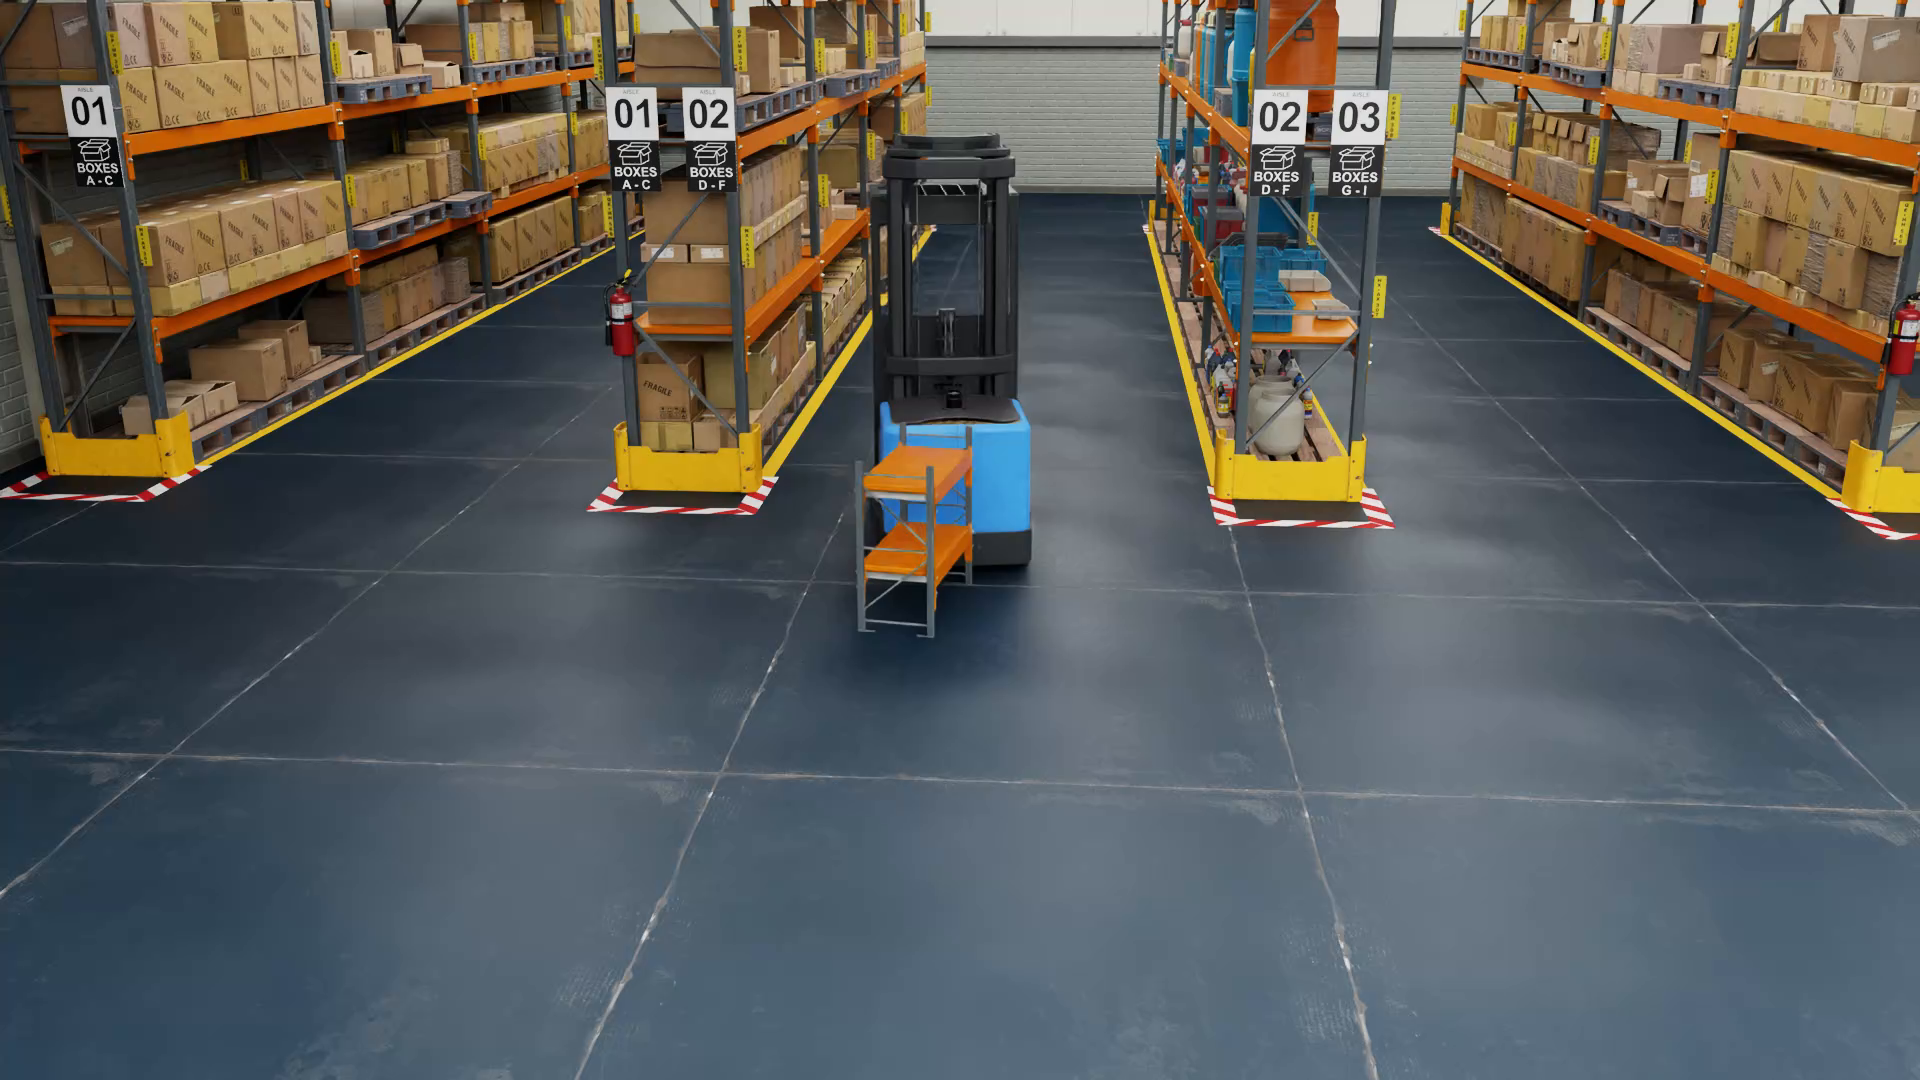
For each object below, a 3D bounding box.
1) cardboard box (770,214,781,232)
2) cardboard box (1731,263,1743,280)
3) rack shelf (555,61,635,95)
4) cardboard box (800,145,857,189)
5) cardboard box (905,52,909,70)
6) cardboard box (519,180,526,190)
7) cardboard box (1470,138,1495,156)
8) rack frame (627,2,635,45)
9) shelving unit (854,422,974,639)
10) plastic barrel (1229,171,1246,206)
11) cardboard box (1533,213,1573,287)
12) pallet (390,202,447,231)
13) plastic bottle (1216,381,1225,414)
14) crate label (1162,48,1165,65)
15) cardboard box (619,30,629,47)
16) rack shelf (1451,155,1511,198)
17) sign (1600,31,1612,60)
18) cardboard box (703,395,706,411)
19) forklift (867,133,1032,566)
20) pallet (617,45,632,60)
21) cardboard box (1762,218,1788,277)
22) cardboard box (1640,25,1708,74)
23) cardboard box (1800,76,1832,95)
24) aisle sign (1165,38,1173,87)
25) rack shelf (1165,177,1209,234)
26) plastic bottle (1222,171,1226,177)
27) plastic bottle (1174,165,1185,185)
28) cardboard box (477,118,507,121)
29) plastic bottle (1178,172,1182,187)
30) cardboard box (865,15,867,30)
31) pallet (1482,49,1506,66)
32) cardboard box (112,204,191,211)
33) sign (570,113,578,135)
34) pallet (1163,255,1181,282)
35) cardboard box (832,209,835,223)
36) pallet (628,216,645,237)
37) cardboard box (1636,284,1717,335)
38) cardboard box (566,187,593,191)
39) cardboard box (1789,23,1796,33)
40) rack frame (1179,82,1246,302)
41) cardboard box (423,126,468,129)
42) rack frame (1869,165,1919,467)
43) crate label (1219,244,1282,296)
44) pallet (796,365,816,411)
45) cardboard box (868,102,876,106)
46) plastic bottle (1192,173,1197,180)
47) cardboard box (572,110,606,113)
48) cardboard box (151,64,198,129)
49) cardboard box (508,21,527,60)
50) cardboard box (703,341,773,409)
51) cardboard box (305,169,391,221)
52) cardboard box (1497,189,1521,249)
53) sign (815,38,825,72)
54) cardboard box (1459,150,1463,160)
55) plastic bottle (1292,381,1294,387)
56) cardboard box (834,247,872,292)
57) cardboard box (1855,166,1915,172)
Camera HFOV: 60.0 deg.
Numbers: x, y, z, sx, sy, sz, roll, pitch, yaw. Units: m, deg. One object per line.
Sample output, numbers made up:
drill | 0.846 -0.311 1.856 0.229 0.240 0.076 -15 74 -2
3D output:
cardboard box | -1.862 -2.916 15.302 0.380 0.149 0.250 2 18 6
cardboard box | 7.596 -2.569 15.849 0.380 0.149 0.250 1 18 4
rack shelf | -6.172 -7.425 26.603 1.077 0.370 4.000 1 18 4
cardboard box | -1.728 -4.814 21.461 0.700 0.500 0.500 -5 19 -15
cardboard box | -1.052 -7.266 25.203 0.500 0.250 0.500 1 18 4
cardboard box | -6.248 -4.942 23.058 0.380 0.149 0.250 1 18 4
cardboard box | 8.419 -6.240 26.413 0.500 0.250 0.500 1 18 2
rack frame | -6.028 -9.813 27.920 1.000 3.000 0.127 1 18 4
shelving unit | -0.284 -0.087 10.883 0.538 1.125 1.048 4 19 13
plastic barrel | 3.548 -4.170 20.115 0.600 0.536 0.708 1 18 4
cardboard box | 8.362 -3.827 22.022 1.225 0.875 0.875 1 18 4
pallet | -6.703 -3.771 19.422 1.003 0.211 1.213 1 18 4
plastic bottle | 2.391 -1.307 15.251 0.061 0.283 0.133 2 18 5
crate label | 3.465 -7.817 26.883 0.408 0.251 0.502 1 18 4
cardboard box | -5.816 -8.330 27.617 0.500 0.250 0.500 2 18 6
rack shelf | 8.650 -5.668 26.058 1.077 0.370 4.000 1 18 4
sign | 7.667 -5.870 19.745 0.100 0.325 0.005 1 18 4
cardboard box | -2.467 -1.105 14.721 0.500 0.250 0.500 1 18 4
forklift | -0.132 -1.613 12.639 1.130 2.935 3.031 -1 18 -4
pallet | -6.071 -8.115 27.697 1.003 0.211 1.213 1 18 4
cardboard box | 7.833 -2.642 15.031 0.875 0.500 0.500 1 18 4
cardboard box | 7.860 -5.403 18.313 0.500 0.500 0.500 1 18 2
cardboard box | 7.546 -3.947 14.436 0.380 0.149 0.250 1 18 3
aisle sign | 3.562 -8.006 27.863 0.394 0.787 0.004 1 18 4
rack shelf | 3.423 -4.536 22.604 1.077 0.370 4.000 1 18 4
plastic bottle | 3.646 -4.921 22.831 0.097 0.271 0.097 0 18 0
plastic bottle | 3.127 -5.191 23.648 0.152 0.276 0.135 1 18 4
cardboard box | -6.670 -5.819 23.491 0.500 0.250 0.500 1 18 2
plastic bottle | 3.028 -4.877 22.697 0.097 0.271 0.097 0 18 0
cardboard box | -1.576 -6.762 22.428 0.600 0.600 0.600 1 18 2
pallet | 8.666 -7.403 25.525 1.003 0.211 1.213 1 18 4
cardboard box | -7.275 -2.756 15.020 0.500 0.500 0.500 1 18 2
sign | -5.773 -6.224 24.867 0.100 0.325 0.005 1 18 4
pallet | 3.469 -3.935 24.093 1.003 0.211 1.213 1 18 4
cardboard box | -1.696 -3.852 19.764 0.380 0.149 0.250 3 18 8
pallet | -6.008 -5.387 28.525 1.003 0.211 1.213 1 18 4
cardboard box | 8.131 -2.610 18.879 0.700 0.500 0.500 3 18 9
cardboard box | -6.259 -5.712 27.337 0.380 0.149 0.250 1 18 4
cardboard box | 13.483 -8.174 26.533 0.380 0.149 0.250 1 18 3
rack frame | 3.280 -4.257 20.596 1.000 3.000 0.127 1 18 4
cardboard box | -6.787 -5.340 22.028 0.500 0.250 0.500 1 18 2
rack frame | 7.646 -1.661 12.676 1.000 3.000 0.127 1 18 4
crate label | 2.568 -2.367 14.771 0.502 0.435 0.616 1 18 4
pallet | -2.046 -1.555 16.829 1.003 0.211 1.213 1 18 4
cardboard box | -1.562 -6.455 25.540 0.500 0.500 0.500 1 18 3
plastic bottle | 3.164 -4.844 22.595 0.097 0.271 0.097 0 18 0
cardboard box | -6.055 -6.946 28.323 0.980 0.700 0.700 2 18 6
cardboard box | -6.828 -3.740 14.009 0.500 0.500 0.500 2 18 8
cardboard box | -6.463 -6.957 23.153 0.700 0.500 0.500 1 18 3
cardboard box | -1.940 -1.450 14.568 0.500 0.500 0.500 1 18 4
cardboard box | -6.771 -3.823 18.405 0.700 0.500 0.500 3 18 10
cardboard box | 8.634 -4.781 24.936 0.875 0.875 0.875 1 18 4
sign | -1.394 -4.823 16.550 0.100 0.325 0.005 1 18 4
cardboard box | 8.422 -6.329 27.324 0.380 0.149 0.250 1 18 3
plastic bottle | 3.200 -1.440 15.787 0.097 0.201 0.097 0 18 0
cardboard box | -1.343 -3.525 21.670 0.500 0.500 0.500 2 18 6
cardboard box | 8.065 -2.956 14.383 0.500 0.500 0.500 1 18 4
